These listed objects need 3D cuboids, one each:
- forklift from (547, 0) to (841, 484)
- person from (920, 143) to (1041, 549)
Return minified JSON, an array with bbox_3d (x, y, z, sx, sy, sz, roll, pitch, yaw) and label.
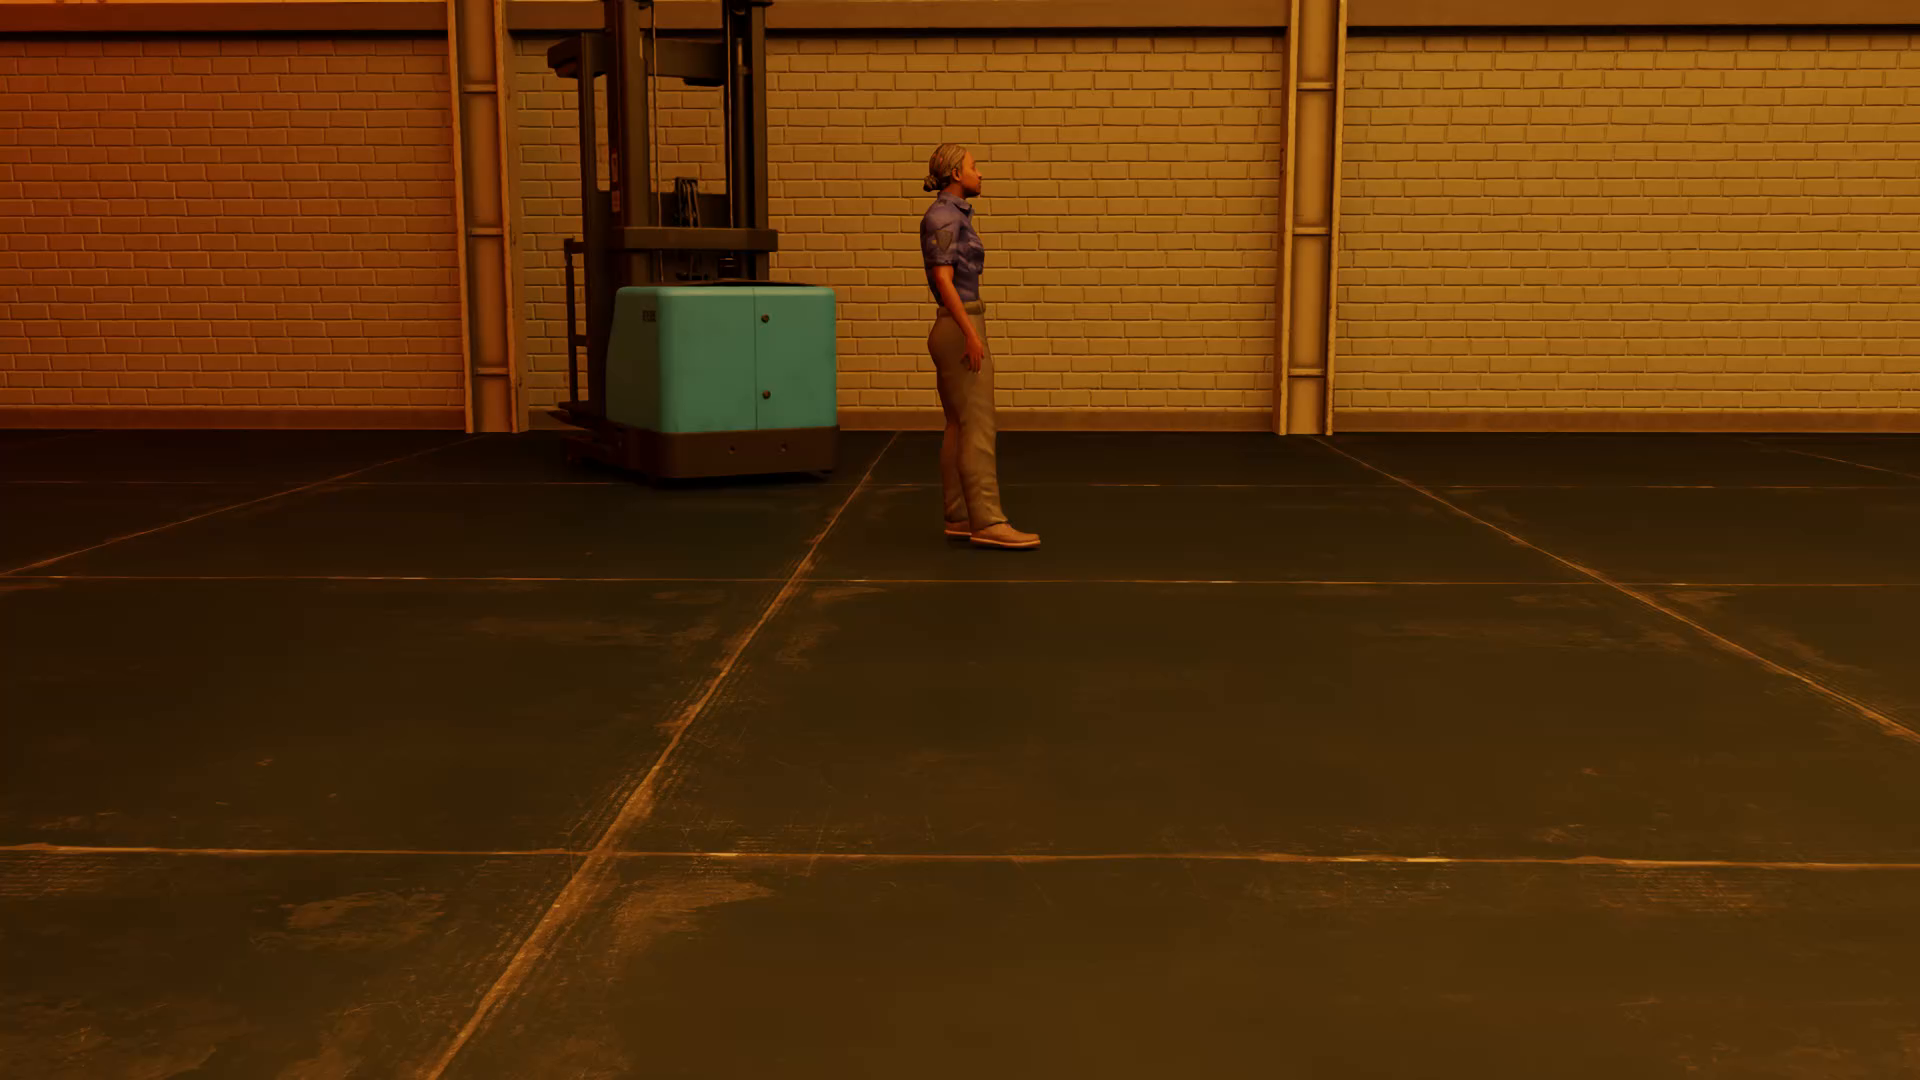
[{"bbox_3d":[-1.814,-1.933,10.080,1.130,2.935,3.031,-5,10,-28],"label":"forklift"},{"bbox_3d":[0.087,-0.821,6.980,0.504,1.654,0.570,0,9,1],"label":"person"}]
